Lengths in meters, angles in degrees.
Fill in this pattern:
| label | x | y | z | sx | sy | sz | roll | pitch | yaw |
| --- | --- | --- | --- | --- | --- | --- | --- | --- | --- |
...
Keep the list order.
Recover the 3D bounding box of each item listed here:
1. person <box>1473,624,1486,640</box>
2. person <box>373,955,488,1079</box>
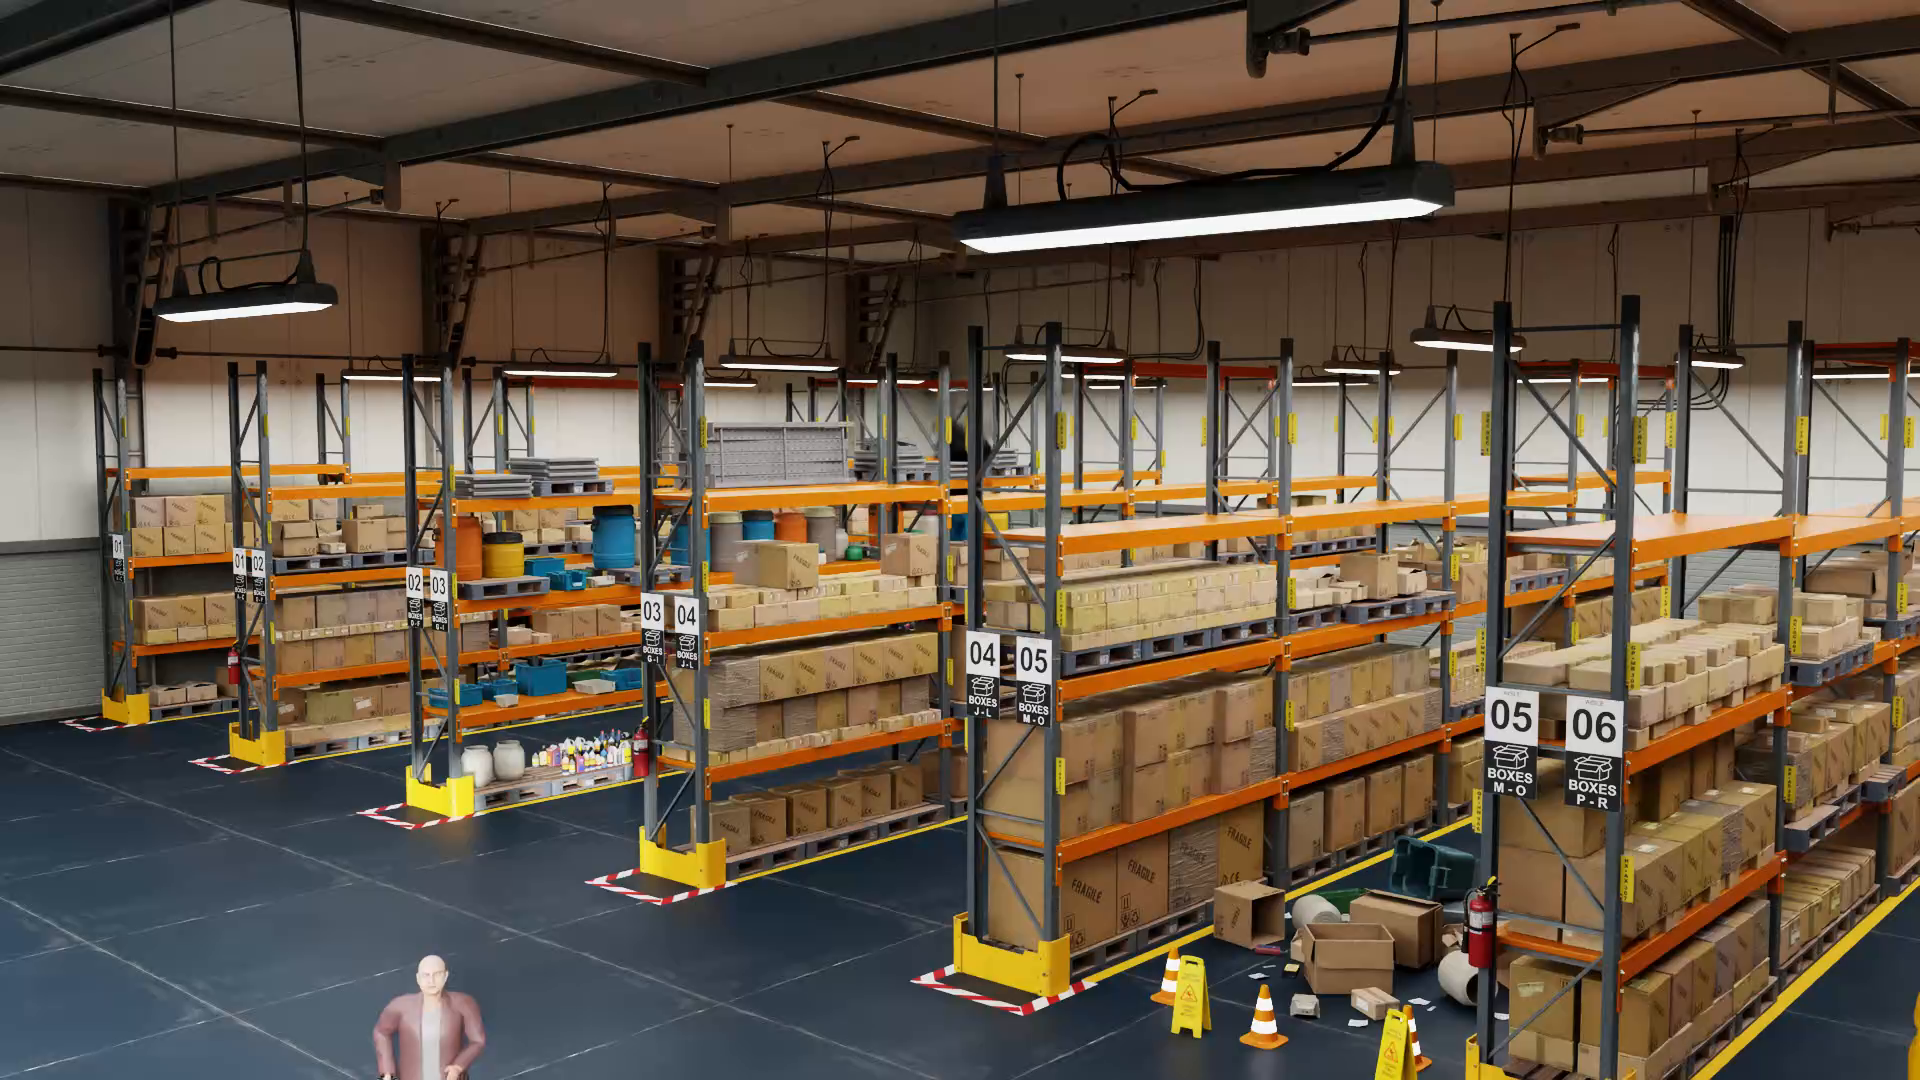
| label | x | y | z | sx | sy | sz | roll | pitch | yaw |
| --- | --- | --- | --- | --- | --- | --- | --- | --- | --- |
| person | 8.595 | 2.261 | 27.315 | 1.057 | 1.788 | 0.748 | -4 | 6 | -44 |
| person | -3.367 | 3.519 | 10.591 | 0.704 | 1.732 | 0.628 | -1 | 4 | -17 |
